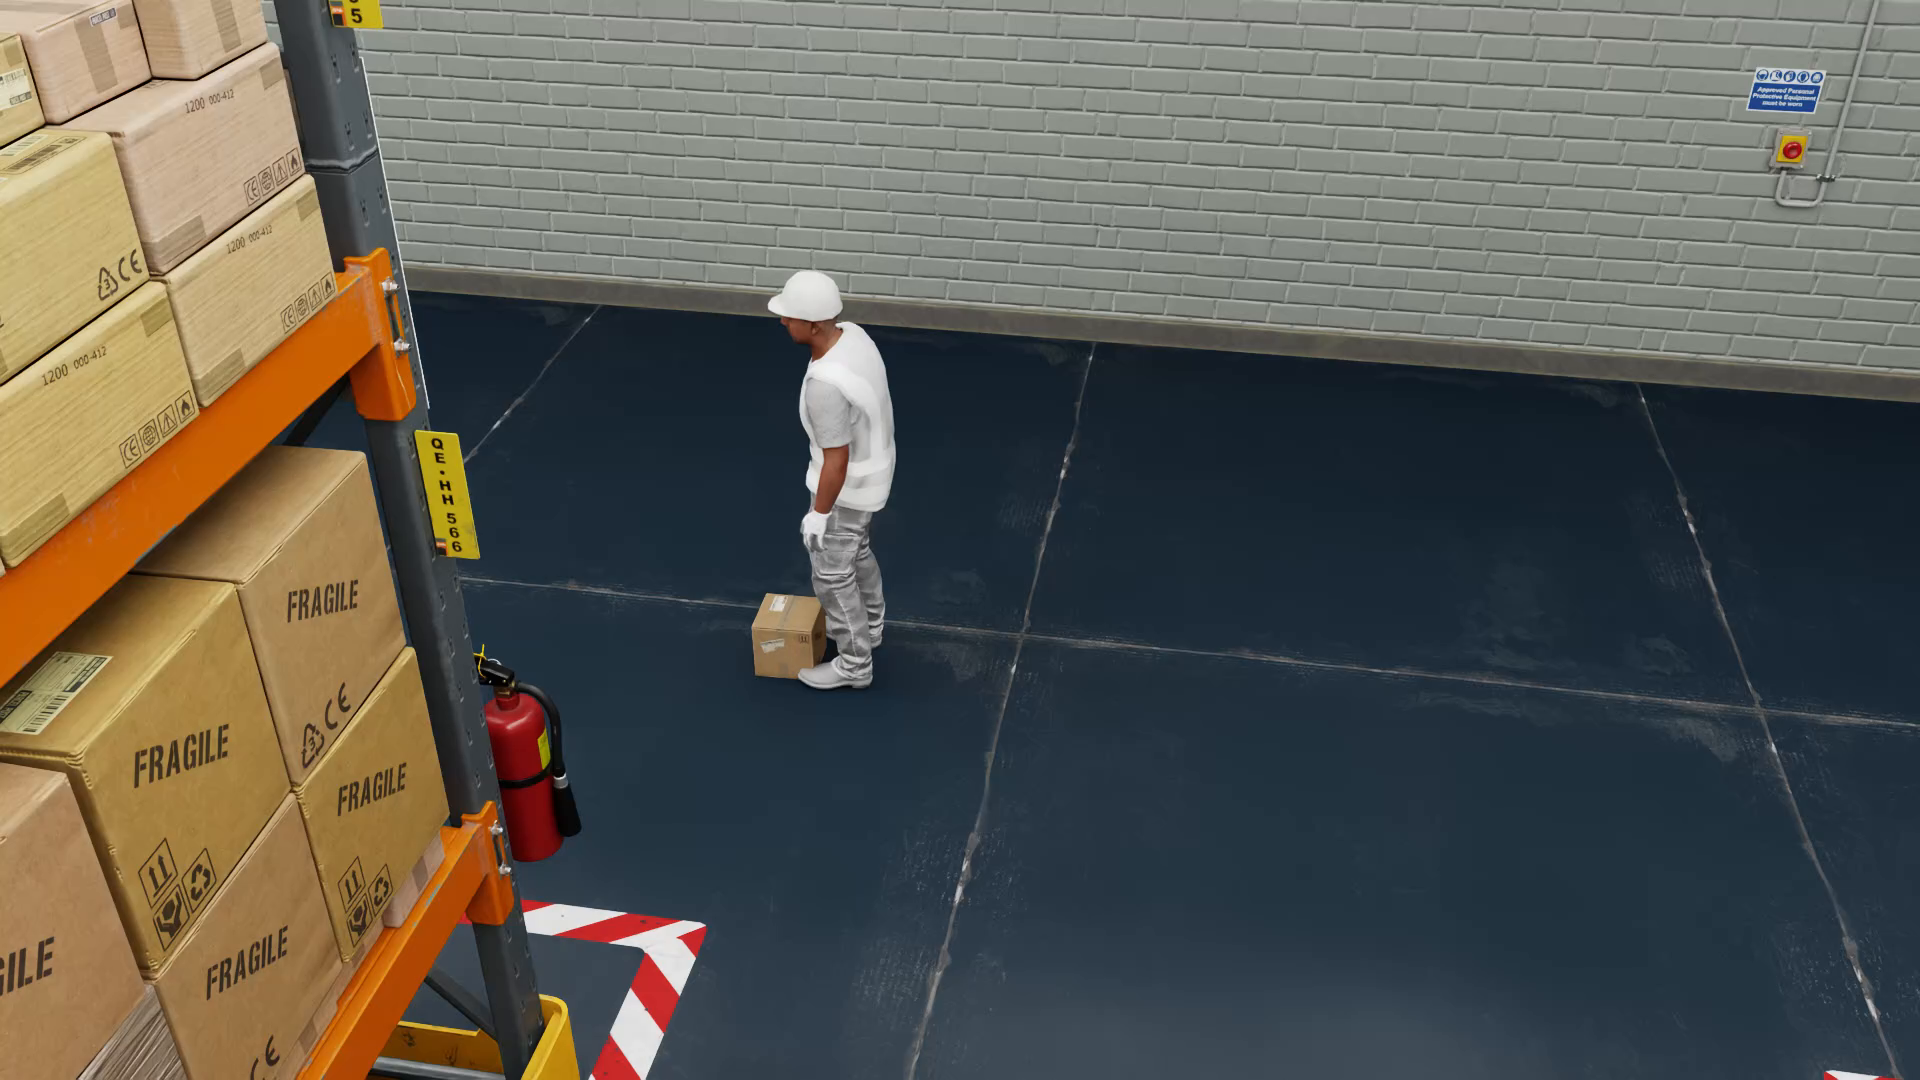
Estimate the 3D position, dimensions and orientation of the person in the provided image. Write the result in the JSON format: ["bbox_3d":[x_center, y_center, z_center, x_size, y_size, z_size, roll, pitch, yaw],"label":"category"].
[{"bbox_3d":[-0.478,-0.222,6.478,0.444,1.776,0.632,4,32,6],"label":"person"}]
